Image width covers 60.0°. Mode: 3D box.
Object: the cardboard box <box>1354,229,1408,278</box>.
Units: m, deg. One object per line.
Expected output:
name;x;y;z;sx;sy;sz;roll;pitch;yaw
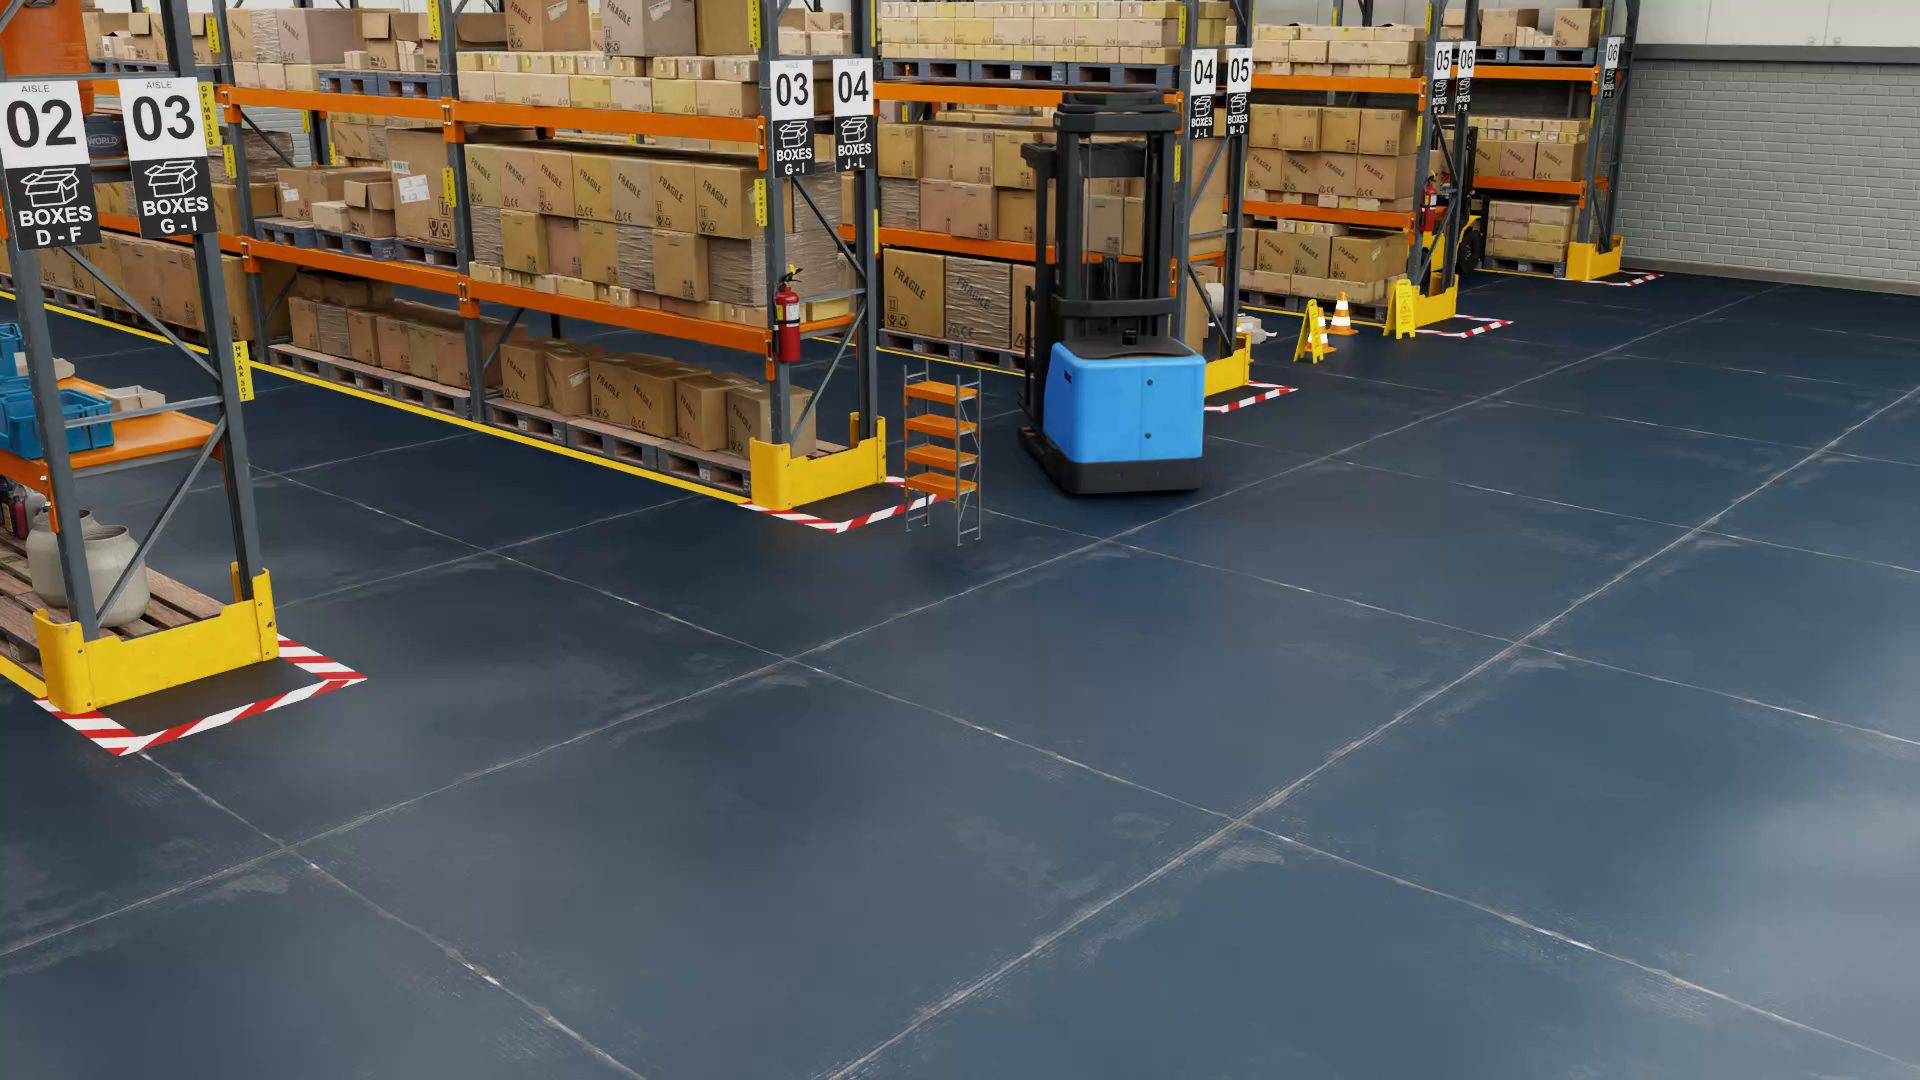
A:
cardboard box;5.125;-3.506;20.311;0.500;0.500;0.500;14;22;37

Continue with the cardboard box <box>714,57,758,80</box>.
cardboard box;-1.547;-3.400;11.995;0.250;0.149;0.380;14;22;38

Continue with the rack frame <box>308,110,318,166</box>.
rack frame;-9.615;-6.102;25.880;0.127;3.000;1.000;15;23;39

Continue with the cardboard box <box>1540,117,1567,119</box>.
cardboard box;8.365;-5.878;23.444;0.250;0.149;0.380;16;23;40

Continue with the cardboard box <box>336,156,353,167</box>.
cardboard box;-9.206;-5.735;25.139;0.250;0.149;0.380;14;22;38

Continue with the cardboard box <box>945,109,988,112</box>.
cardboard box;0.103;-5.997;24.198;0.500;0.500;0.500;14;22;38

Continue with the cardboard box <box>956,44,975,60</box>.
cardboard box;0.170;-4.896;16.678;0.250;0.149;0.380;15;23;38

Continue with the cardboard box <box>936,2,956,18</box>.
cardboard box;-0.022;-5.328;16.719;0.250;0.149;0.380;15;23;38

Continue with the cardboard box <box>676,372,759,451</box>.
cardboard box;-1.941;-1.038;13.361;0.500;0.500;0.500;-11;21;-31

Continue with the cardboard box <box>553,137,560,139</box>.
cardboard box;-5.268;-5.114;21.506;0.250;0.149;0.380;17;24;42

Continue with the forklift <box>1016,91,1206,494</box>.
forklift;1.099;-2.145;13.526;1.130;2.935;3.031;-3;18;-9

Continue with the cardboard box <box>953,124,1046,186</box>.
cardboard box;0.415;-3.973;17.139;0.550;0.550;0.875;15;23;39

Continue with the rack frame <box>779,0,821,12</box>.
rack frame;-3.113;-11.225;32.106;0.127;3.000;1.000;15;23;39

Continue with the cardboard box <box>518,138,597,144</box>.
cardboard box;-3.488;-3.229;14.516;0.500;0.500;0.500;15;23;39

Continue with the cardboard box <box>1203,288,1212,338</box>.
cardboard box;2.568;-2.620;19.034;0.637;0.503;0.797;0;18;2

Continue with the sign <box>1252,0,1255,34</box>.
sign;2.725;-4.898;15.551;0.005;0.325;0.100;15;23;39

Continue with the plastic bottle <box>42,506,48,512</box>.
plastic bottle;-5.935;-0.140;10.878;0.097;0.271;0.097;0;18;0

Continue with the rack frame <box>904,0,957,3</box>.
rack frame;-0.421;-8.495;23.504;0.127;3.000;1.000;15;23;39

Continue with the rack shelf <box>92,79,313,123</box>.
rack shelf;-8.495;-4.882;18.267;4.000;0.370;1.077;15;23;39

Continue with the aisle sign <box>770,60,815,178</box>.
aisle sign;-1.168;-2.946;11.639;0.004;0.787;0.394;15;23;39

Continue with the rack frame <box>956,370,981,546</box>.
rack frame;0.059;-0.556;11.381;0.015;1.200;0.240;15;23;39

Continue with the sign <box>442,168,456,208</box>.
sign;-4.373;-3.016;14.243;0.005;0.325;0.100;15;23;39

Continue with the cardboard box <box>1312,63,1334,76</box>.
cardboard box;4.363;-5.557;19.619;0.250;0.149;0.380;15;23;39

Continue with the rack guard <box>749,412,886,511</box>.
rack guard;-1.072;-0.611;12.711;0.348;0.500;1.175;15;23;39

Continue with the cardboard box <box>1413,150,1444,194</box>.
cardboard box;5.392;-4.377;19.787;0.500;0.500;0.500;15;23;38

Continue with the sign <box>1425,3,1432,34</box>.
sign;5.179;-5.760;18.379;0.005;0.325;0.100;15;23;39

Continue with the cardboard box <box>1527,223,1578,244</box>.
cardboard box;8.283;-4.308;23.253;0.500;0.250;0.500;15;23;39

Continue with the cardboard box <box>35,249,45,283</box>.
cardboard box;-11.770;-3.894;21.742;0.875;0.875;0.875;15;23;39

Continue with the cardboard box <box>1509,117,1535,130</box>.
cardboard box;7.891;-5.832;23.300;0.250;0.149;0.380;15;23;40

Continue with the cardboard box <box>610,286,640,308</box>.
cardboard box;-2.557;-1.956;13.230;0.250;0.149;0.380;15;23;39

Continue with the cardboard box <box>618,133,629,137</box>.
cardboard box;-5.471;-6.927;28.314;0.500;0.500;0.500;15;23;39

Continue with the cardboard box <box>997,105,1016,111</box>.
cardboard box;1.067;-7.401;29.115;0.500;0.500;0.700;15;23;39

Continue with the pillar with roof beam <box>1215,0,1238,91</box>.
pillar with roof beam;1.587;-8.587;23.794;0.400;9.000;9.100;15;23;39

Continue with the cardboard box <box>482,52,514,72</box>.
cardboard box;-3.724;-3.966;13.779;0.250;0.149;0.380;14;22;37

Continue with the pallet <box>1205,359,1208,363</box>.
pallet;1.702;-1.703;16.629;1.213;0.211;1.003;15;23;39

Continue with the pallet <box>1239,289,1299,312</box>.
pallet;4.013;-3.132;21.131;1.213;0.211;1.003;15;23;39

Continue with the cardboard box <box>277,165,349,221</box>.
cardboard box;-6.569;-3.542;16.955;0.500;0.500;0.500;12;21;33

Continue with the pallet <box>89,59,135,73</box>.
pallet;-9.272;-5.362;18.908;1.217;0.209;0.805;14;22;37

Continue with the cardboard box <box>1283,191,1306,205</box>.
cardboard box;4.138;-4.178;20.231;0.250;0.149;0.380;15;23;39

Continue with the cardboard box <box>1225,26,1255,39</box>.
cardboard box;3.393;-6.188;20.289;0.250;0.149;0.380;14;22;37

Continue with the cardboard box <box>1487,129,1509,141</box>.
cardboard box;7.636;-5.722;23.446;0.250;0.149;0.380;14;22;38

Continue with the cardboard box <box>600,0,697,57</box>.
cardboard box;-2.343;-3.899;12.496;0.500;0.500;0.500;15;23;39

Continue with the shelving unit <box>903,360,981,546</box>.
shelving unit;-0.124;-0.605;11.535;0.503;1.200;0.258;15;23;39

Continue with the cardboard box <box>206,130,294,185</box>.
cardboard box;-7.535;-4.070;17.654;0.637;0.503;0.797;16;24;41

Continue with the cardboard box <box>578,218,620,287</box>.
cardboard box;-2.574;-2.380;13.495;0.500;0.500;0.875;15;23;39

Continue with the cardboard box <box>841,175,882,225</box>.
cardboard box;-1.207;-3.784;18.412;0.500;0.500;0.500;15;23;39

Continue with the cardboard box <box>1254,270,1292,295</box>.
cardboard box;4.002;-3.230;20.683;0.500;0.250;0.500;14;22;37

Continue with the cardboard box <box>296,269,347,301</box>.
cardboard box;-6.478;-2.642;17.142;0.500;0.250;0.500;16;24;41

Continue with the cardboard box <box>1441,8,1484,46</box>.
cardboard box;7.250;-7.268;23.566;0.637;0.503;0.797;16;24;41

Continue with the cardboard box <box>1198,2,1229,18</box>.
cardboard box;2.314;-4.966;15.580;0.250;0.149;0.380;15;23;40

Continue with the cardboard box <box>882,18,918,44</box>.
cardboard box;-0.459;-5.279;17.224;0.500;0.250;0.500;15;23;40

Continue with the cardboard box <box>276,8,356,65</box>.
cardboard box;-6.060;-4.755;15.685;0.500;0.500;0.500;14;22;38

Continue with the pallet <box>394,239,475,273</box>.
pallet;-4.482;-2.686;15.432;1.213;0.211;1.003;15;23;39
